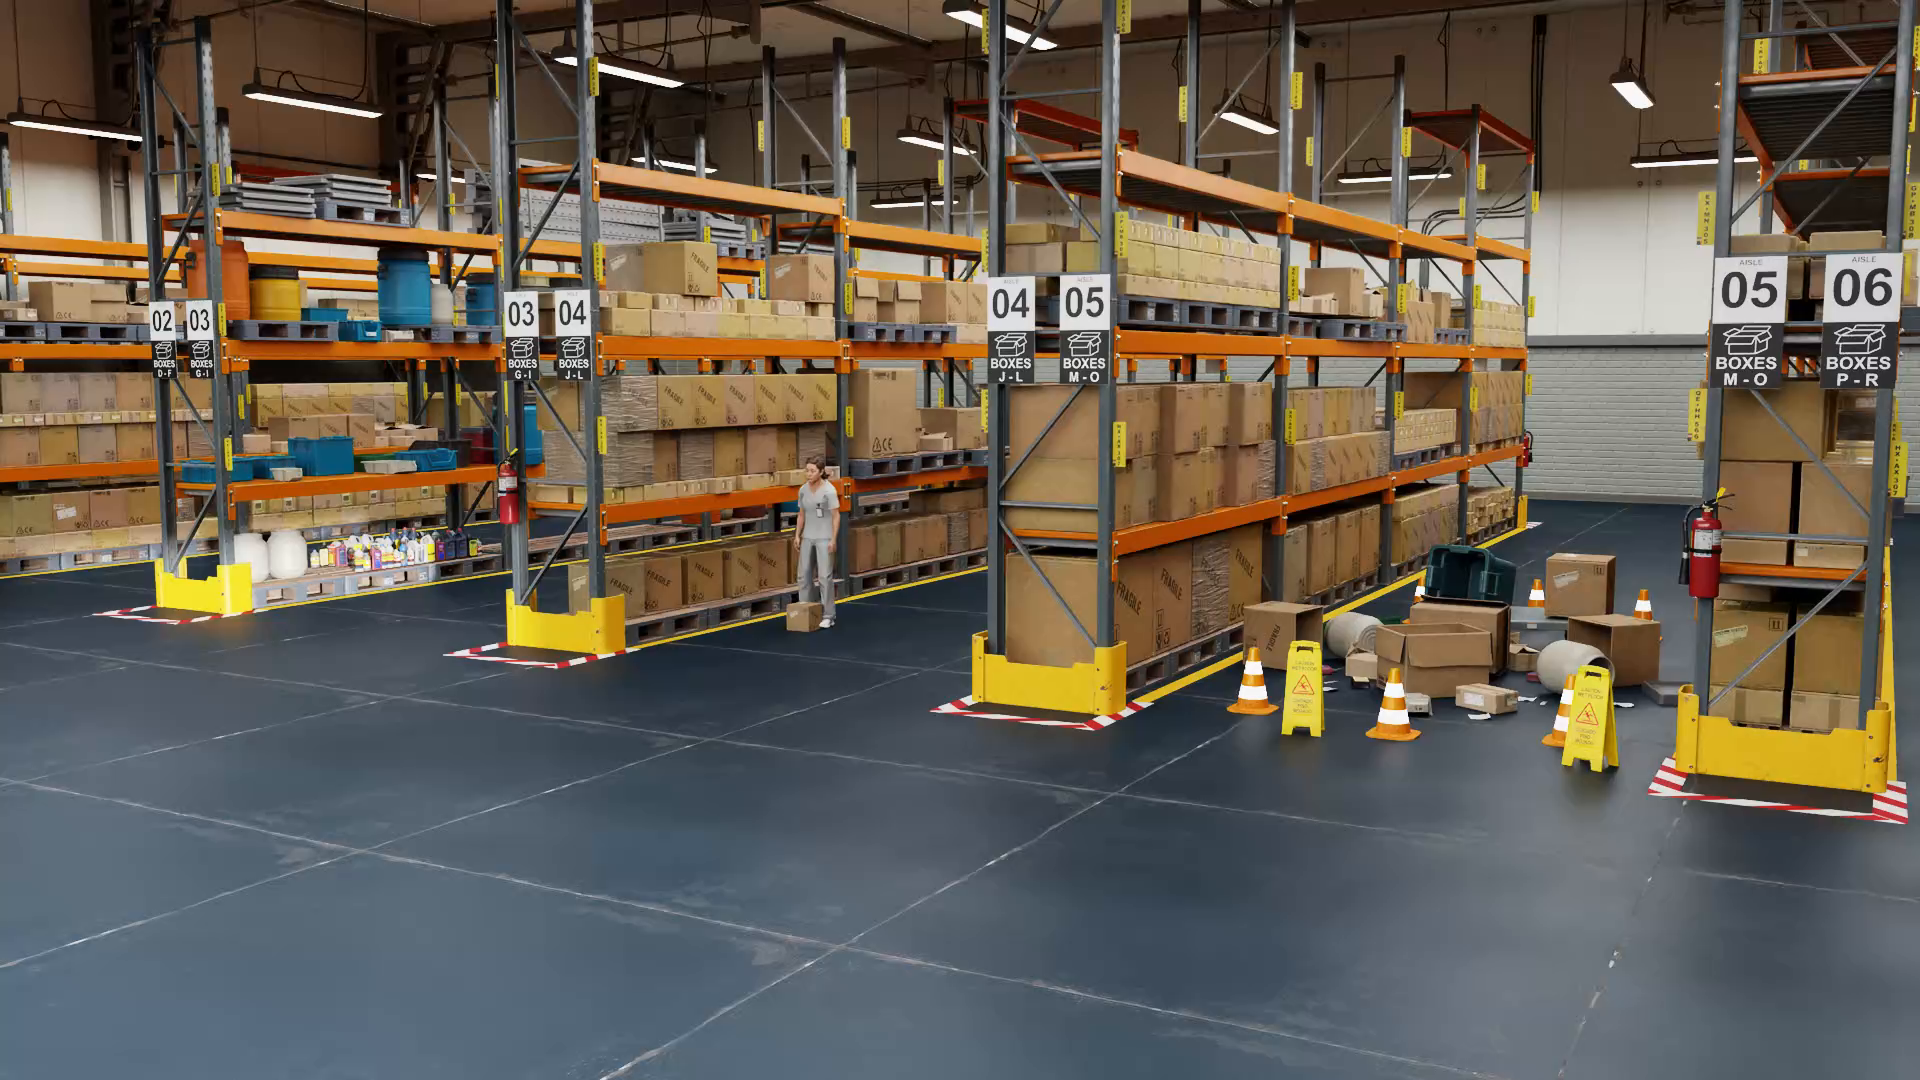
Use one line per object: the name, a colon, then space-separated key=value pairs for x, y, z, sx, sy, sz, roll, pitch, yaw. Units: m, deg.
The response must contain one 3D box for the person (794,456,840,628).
person: x=-1.396 y=0.010 z=16.230 sx=0.487 sy=1.673 sz=0.357 roll=3 pitch=7 yaw=29
